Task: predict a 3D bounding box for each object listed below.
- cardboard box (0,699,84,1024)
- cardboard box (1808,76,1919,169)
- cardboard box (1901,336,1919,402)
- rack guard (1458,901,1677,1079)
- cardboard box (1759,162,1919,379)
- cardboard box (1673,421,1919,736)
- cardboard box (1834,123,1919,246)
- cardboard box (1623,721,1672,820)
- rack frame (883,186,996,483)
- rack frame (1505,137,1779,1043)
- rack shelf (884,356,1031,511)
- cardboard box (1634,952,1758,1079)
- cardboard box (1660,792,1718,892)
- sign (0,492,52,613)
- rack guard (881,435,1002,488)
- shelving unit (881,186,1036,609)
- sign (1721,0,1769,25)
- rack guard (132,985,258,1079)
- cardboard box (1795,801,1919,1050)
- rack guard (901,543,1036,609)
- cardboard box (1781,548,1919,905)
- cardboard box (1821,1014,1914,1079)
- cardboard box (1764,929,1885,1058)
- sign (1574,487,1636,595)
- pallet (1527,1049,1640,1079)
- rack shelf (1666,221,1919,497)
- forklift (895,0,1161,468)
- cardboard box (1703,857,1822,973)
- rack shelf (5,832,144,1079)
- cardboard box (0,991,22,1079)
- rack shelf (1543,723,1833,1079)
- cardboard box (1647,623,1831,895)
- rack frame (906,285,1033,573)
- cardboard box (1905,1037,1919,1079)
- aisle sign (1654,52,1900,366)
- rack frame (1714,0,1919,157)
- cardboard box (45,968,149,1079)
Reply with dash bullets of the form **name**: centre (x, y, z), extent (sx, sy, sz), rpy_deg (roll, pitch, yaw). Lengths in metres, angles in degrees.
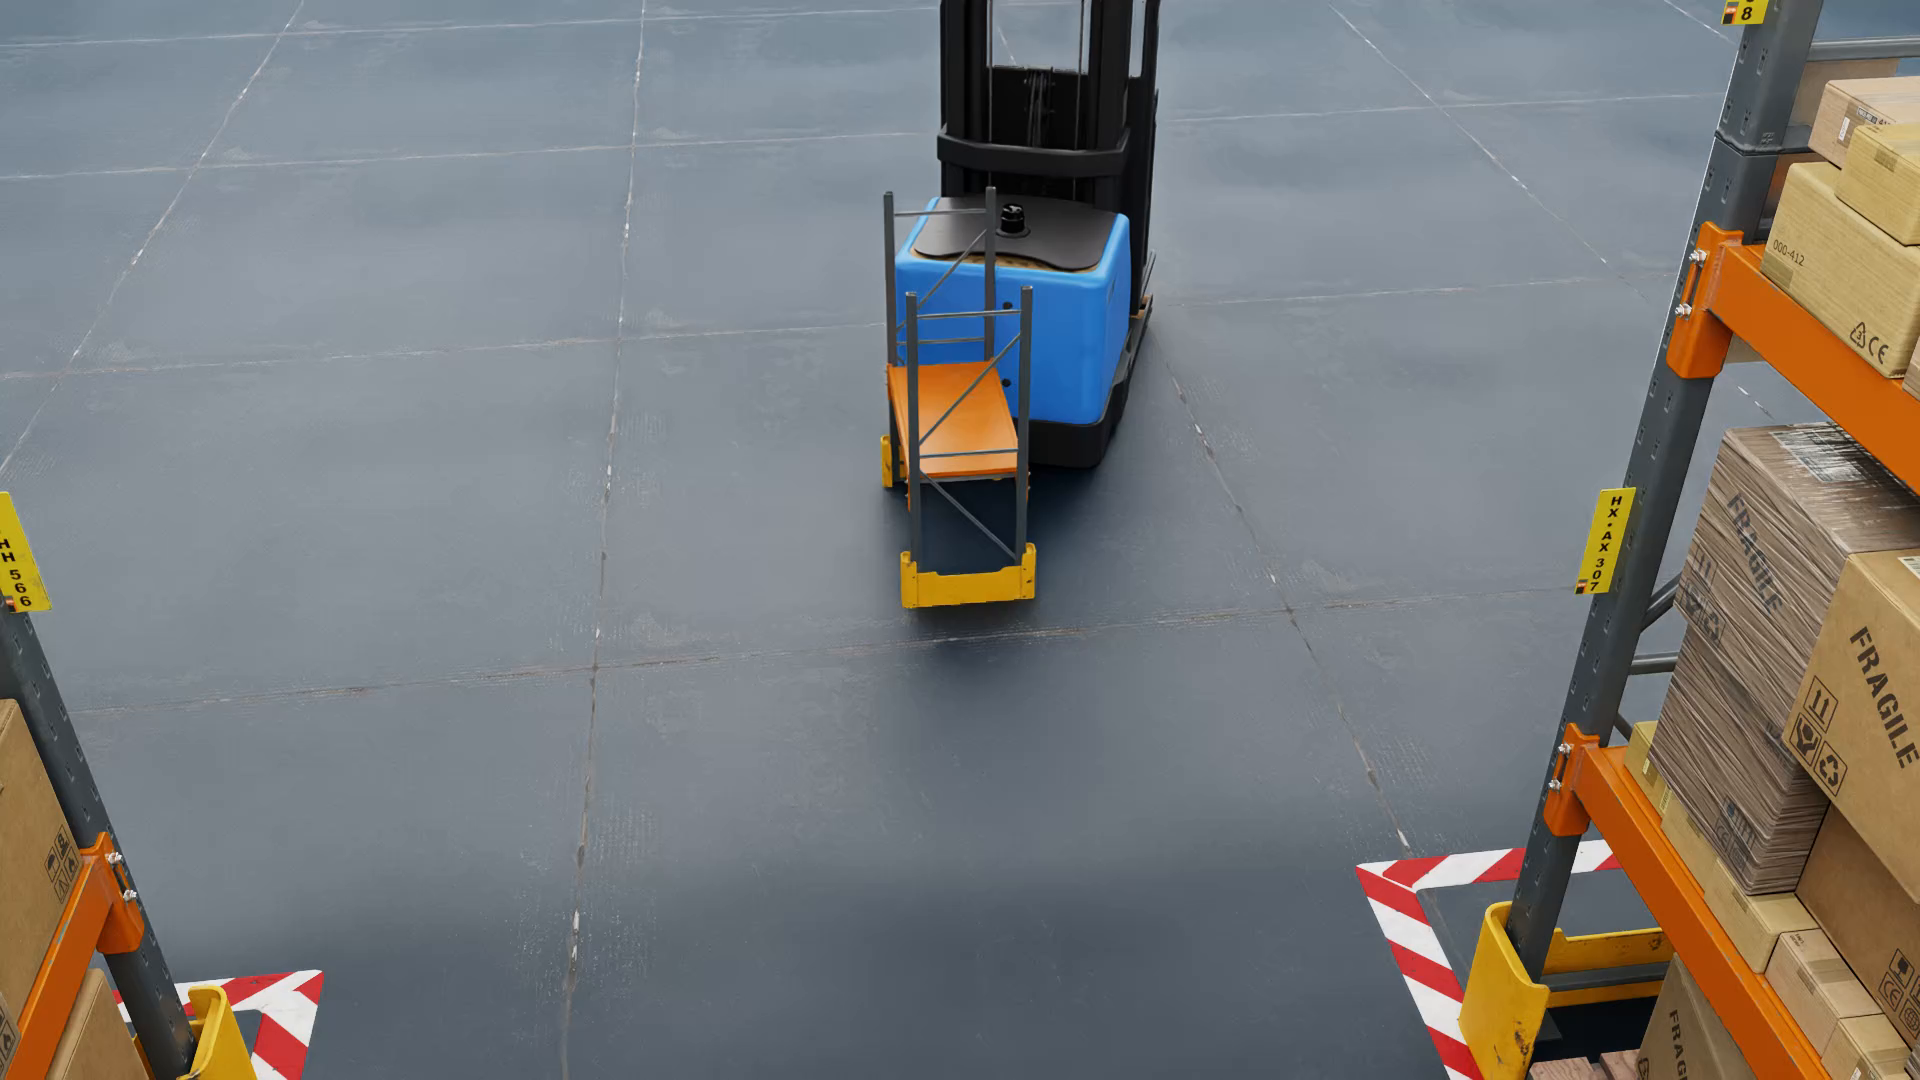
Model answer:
- **cardboard box**: centre (-2.622, 0.783, 3.805), extent (0.875, 0.550, 0.550), rpy_deg (-4, 35, -6)
- **cardboard box**: centre (2.020, -0.849, 3.448), extent (0.380, 0.149, 0.250), rpy_deg (-5, 35, -7)
- **cardboard box**: centre (2.096, -0.280, 2.967), extent (0.500, 0.250, 0.500), rpy_deg (-5, 35, -7)
- **rack guard**: centre (2.222, 1.397, 5.256), extent (1.175, 0.500, 0.348), rpy_deg (-4, 35, -6)
- **cardboard box**: centre (2.020, -0.567, 3.388), extent (0.500, 0.250, 0.500), rpy_deg (-3, 34, -5)
- **cardboard box**: centre (2.016, 0.072, 3.740), extent (0.500, 0.500, 0.500), rpy_deg (-4, 35, -6)
- **cardboard box**: centre (1.959, -0.697, 3.225), extent (0.380, 0.149, 0.250), rpy_deg (-4, 34, -5)
- **cardboard box**: centre (2.014, 0.603, 4.425), extent (0.380, 0.149, 0.250), rpy_deg (-4, 35, -6)
- **rack frame**: centre (-0.090, -0.927, 7.778), extent (0.500, 1.500, 0.032), rpy_deg (-4, 34, -6)
- **rack frame**: centre (2.212, 0.322, 4.614), extent (1.000, 3.000, 0.127), rpy_deg (-4, 35, -6)
- **rack shelf**: centre (-0.027, -0.494, 7.463), extent (0.538, 0.185, 1.000), rpy_deg (-4, 34, -6)
- **cardboard box**: centre (2.279, 1.531, 4.687), extent (0.500, 0.500, 0.500), rpy_deg (2, 34, 2)
- **cardboard box**: centre (2.028, 0.744, 4.218), extent (0.380, 0.149, 0.250), rpy_deg (-4, 35, -6)
- **sign**: centre (-2.177, 0.031, 3.802), extent (0.100, 0.325, 0.005), rpy_deg (-4, 35, -6)
- **rack guard**: centre (-0.087, -0.400, 8.114), extent (0.587, 0.250, 0.087), rpy_deg (-4, 34, -6)
- **shelving unit**: centre (-0.025, -0.638, 7.354), extent (0.587, 1.500, 1.083), rpy_deg (-4, 34, -6)
- **sign**: centre (1.674, -1.238, 3.463), extent (0.100, 0.325, 0.005), rpy_deg (-4, 35, -6)
- **rack guard**: centre (-2.720, 1.661, 4.869), extent (1.175, 0.500, 0.348), rpy_deg (-4, 35, -6)
- **cardboard box**: centre (2.445, 0.737, 3.653), extent (0.875, 0.500, 0.500), rpy_deg (-4, 35, -6)
- **rack guard**: centre (0.036, 0.157, 7.298), extent (0.587, 0.250, 0.087), rpy_deg (-4, 34, -6)
- **cardboard box**: centre (2.076, 0.352, 3.330), extent (0.500, 0.500, 0.500), rpy_deg (-4, 35, -6)
- **cardboard box**: centre (2.128, 1.162, 3.604), extent (0.380, 0.149, 0.250), rpy_deg (-4, 35, -6)
- **cardboard box**: centre (2.101, 1.022, 3.809), extent (0.380, 0.149, 0.250), rpy_deg (-4, 35, -6)
- **sign**: centre (1.674, 0.005, 4.310), extent (0.100, 0.325, 0.005), rpy_deg (-4, 35, -6)
- **pallet**: centre (2.296, 1.973, 4.668), extent (1.003, 0.211, 1.213), rpy_deg (-4, 35, -6)
- **rack shelf**: centre (2.481, 0.496, 2.334), extent (1.077, 0.370, 4.000), rpy_deg (-4, 35, -6)
- **forklift**: centre (0.495, -2.388, 8.651), extent (1.130, 2.935, 3.031), rpy_deg (7, 35, 10)
- **cardboard box**: centre (2.047, 0.884, 4.012), extent (0.380, 0.149, 0.250), rpy_deg (-4, 35, -6)
- **rack shelf**: centre (-2.448, 2.054, 2.711), extent (1.077, 0.370, 4.000), rpy_deg (-4, 35, -6)
- **cardboard box**: centre (-2.526, 1.088, 3.357), extent (0.875, 0.550, 0.550), rpy_deg (-4, 35, -6)
- **rack shelf**: centre (2.481, 1.735, 3.179), extent (1.077, 0.370, 4.000), rpy_deg (-4, 35, -6)
- **cardboard box**: centre (2.258, 0.467, 4.049), extent (0.875, 0.500, 0.500), rpy_deg (-4, 35, -6)
- **rack frame**: centre (0.037, -0.359, 6.945), extent (0.500, 1.500, 0.032), rpy_deg (-4, 34, -6)
- **cardboard box**: centre (2.469, 1.019, 3.238), extent (0.875, 0.500, 0.500), rpy_deg (-4, 35, -6)
- **aisle sign**: centre (1.906, -0.764, 3.899), extent (0.394, 0.787, 0.004), rpy_deg (-4, 35, -6)
- **rack frame**: centre (2.212, -2.157, 2.925), extent (1.000, 3.000, 0.127), rpy_deg (-4, 35, -6)
- **cardboard box**: centre (-2.560, 1.719, 4.078), extent (0.875, 0.875, 0.875), rpy_deg (-4, 34, -6)
